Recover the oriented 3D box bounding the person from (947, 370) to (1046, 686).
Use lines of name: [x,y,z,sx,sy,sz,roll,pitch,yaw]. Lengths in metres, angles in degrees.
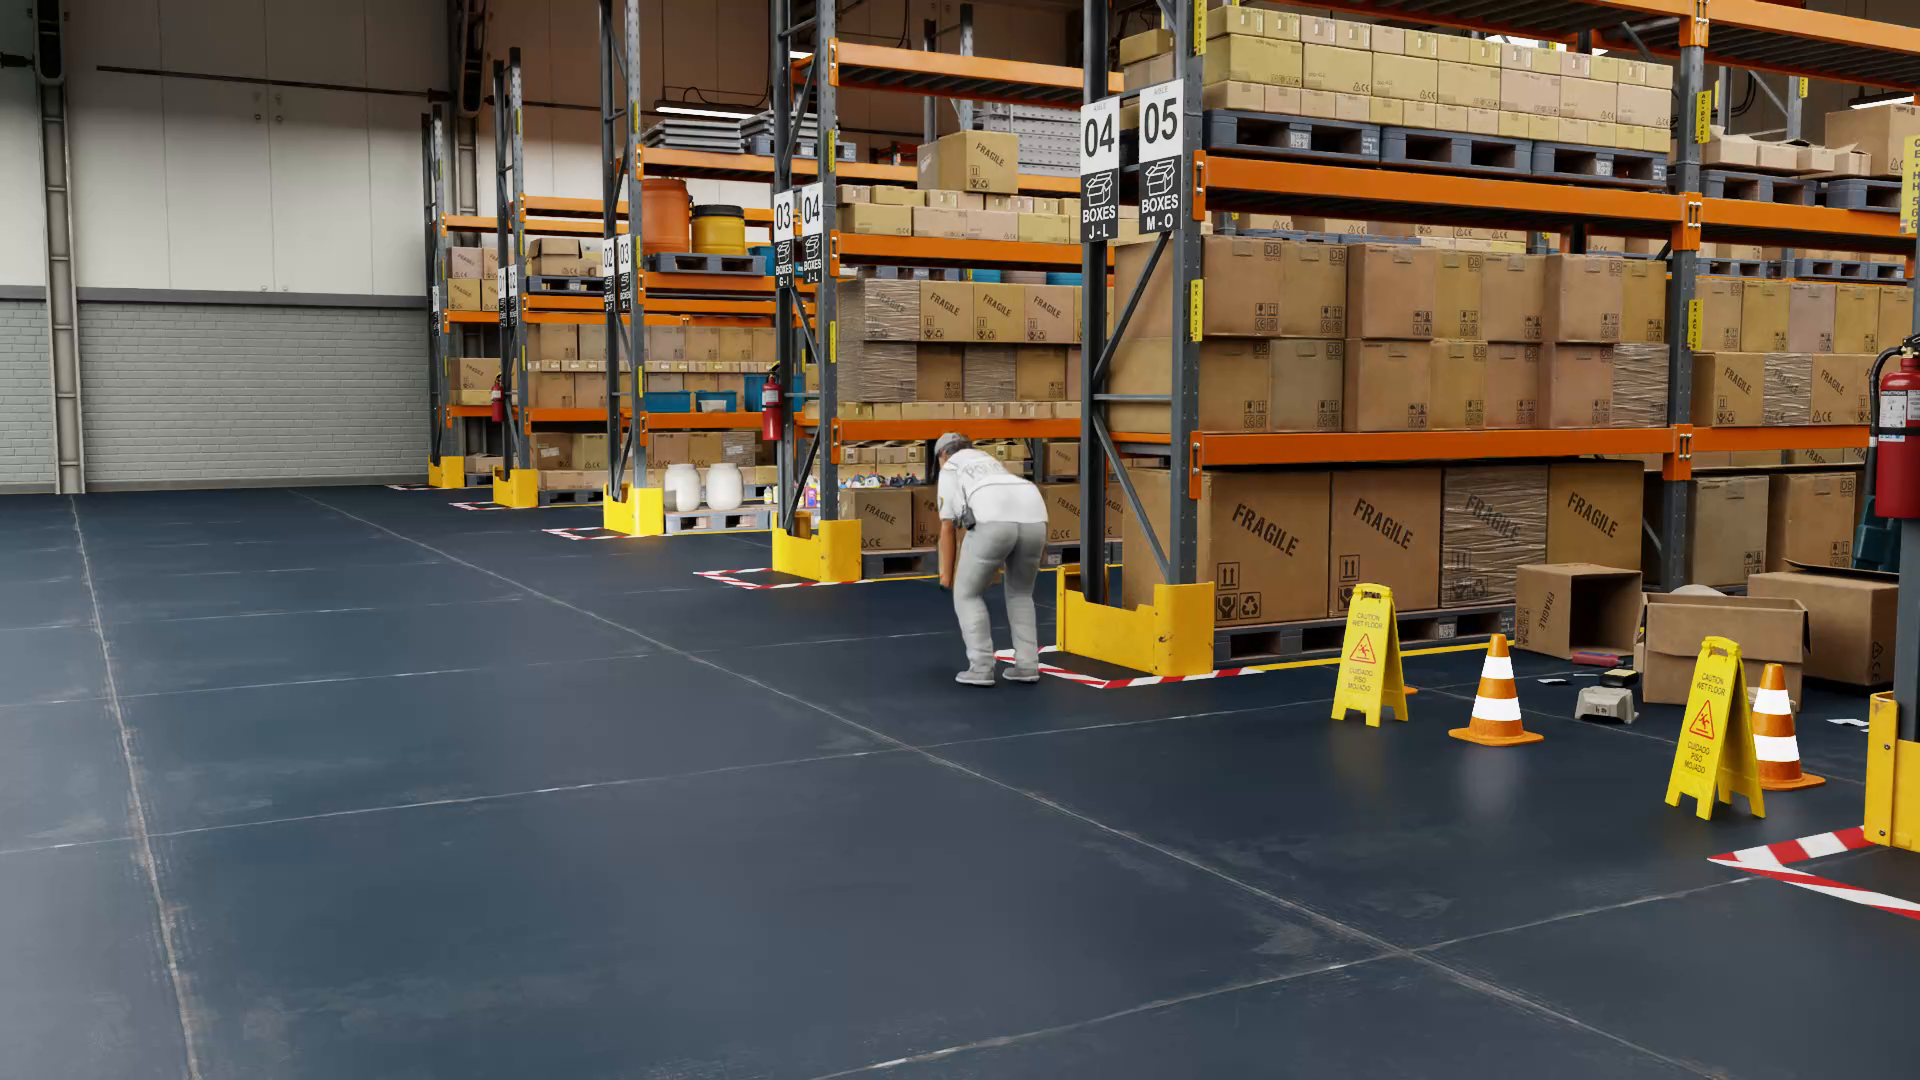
person: [0.178,-0.068,8.820,0.452,1.662,0.555,-3,6,-28]
